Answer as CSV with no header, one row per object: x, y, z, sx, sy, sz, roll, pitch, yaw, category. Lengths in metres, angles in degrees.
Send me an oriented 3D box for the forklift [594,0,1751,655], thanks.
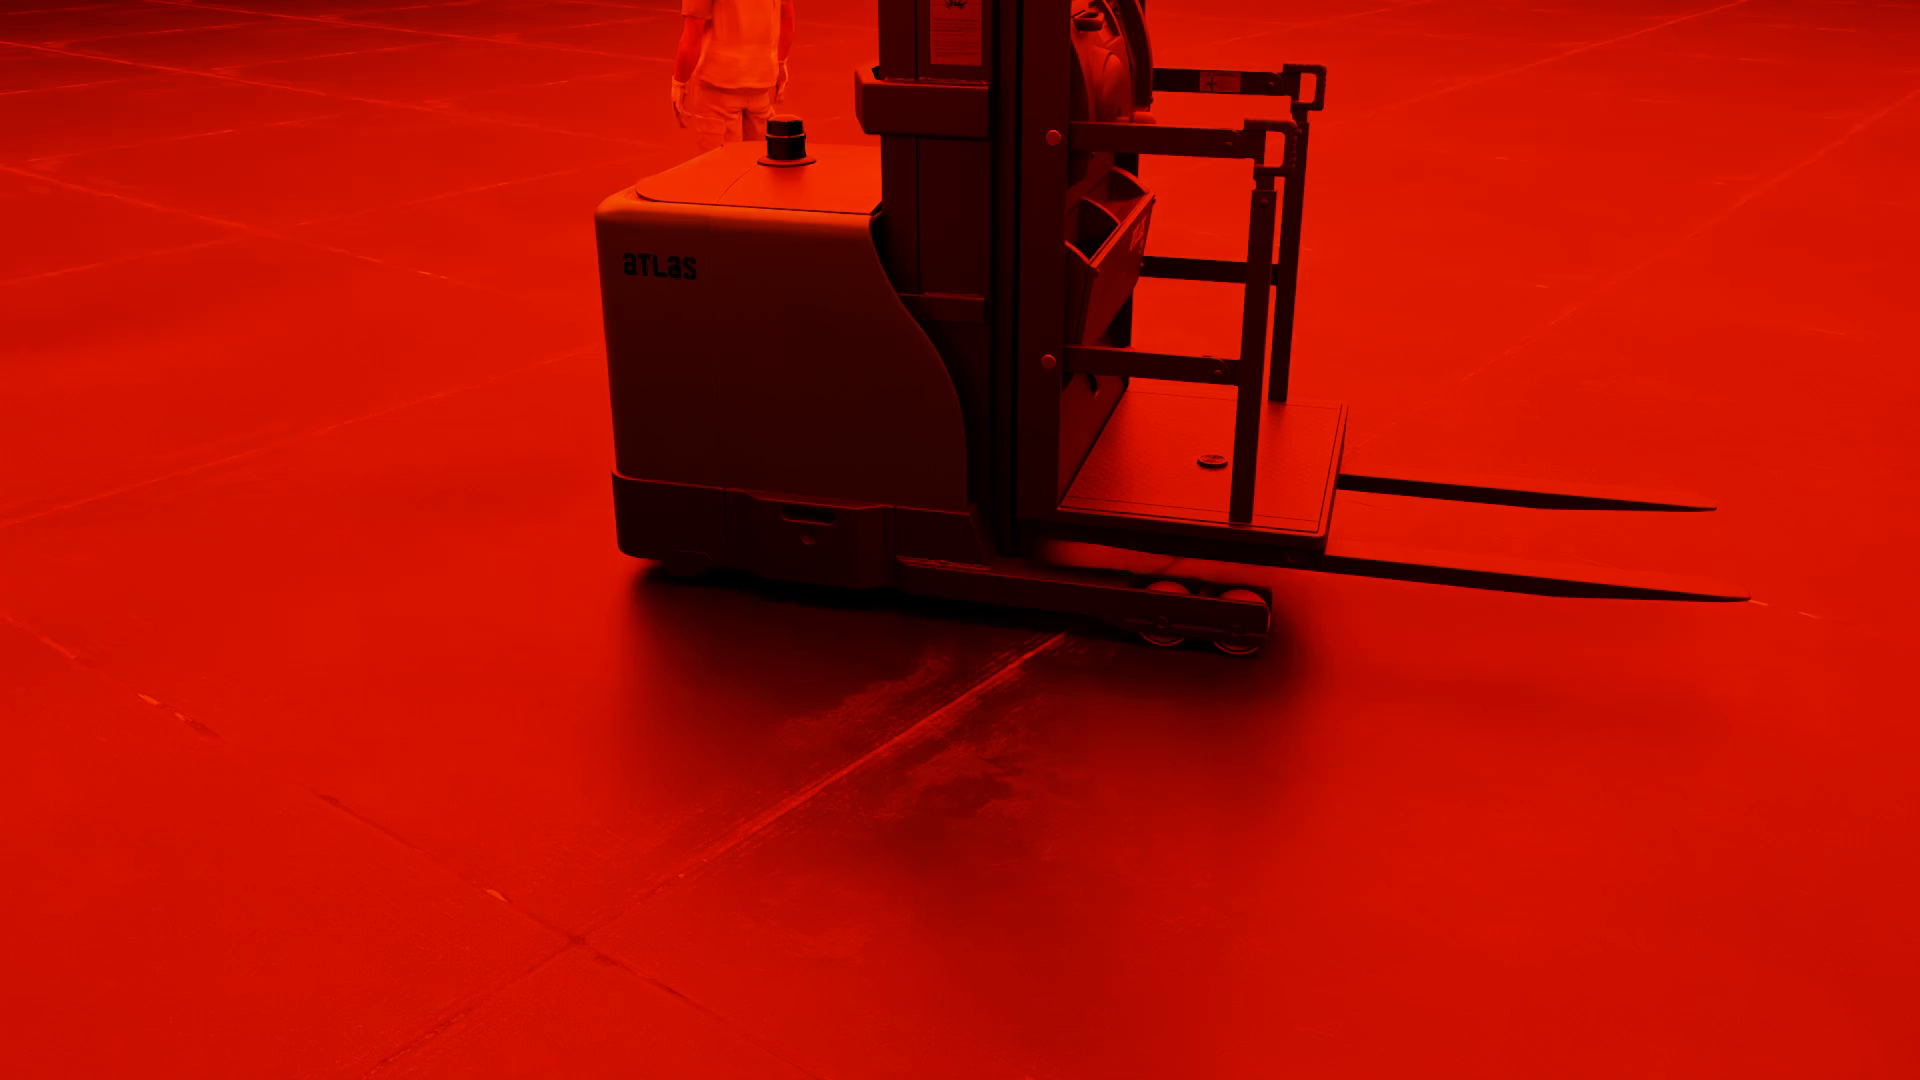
0.587,-1.281,4.284,3.031,2.935,1.130,6,24,14,forklift

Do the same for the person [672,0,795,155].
-1.064,-2.073,7.528,0.638,1.787,0.564,-21,31,-40,person
